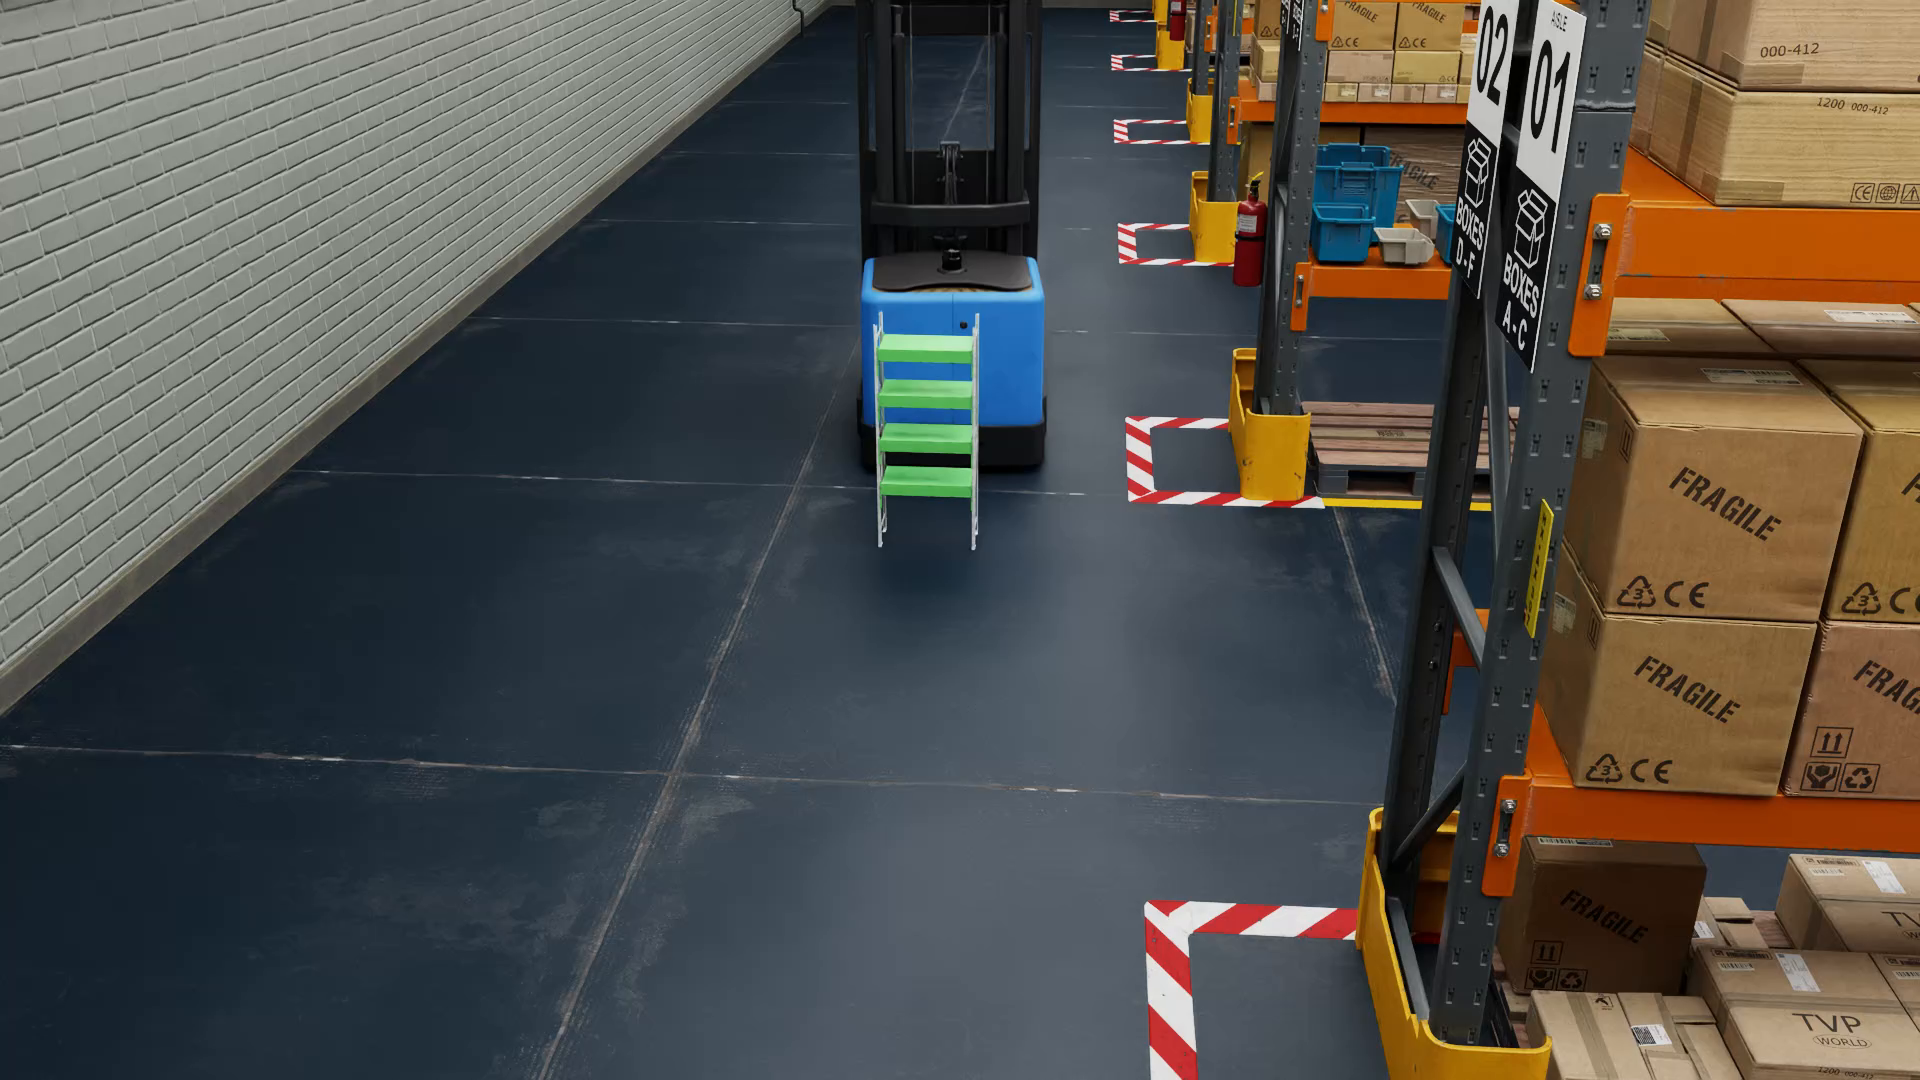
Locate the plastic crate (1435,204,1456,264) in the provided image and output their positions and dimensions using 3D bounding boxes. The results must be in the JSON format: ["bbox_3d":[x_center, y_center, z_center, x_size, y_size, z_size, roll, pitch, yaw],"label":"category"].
[{"bbox_3d":[2.683,-1.613,8.796,0.300,0.233,0.416,2,25,4],"label":"plastic crate"}]

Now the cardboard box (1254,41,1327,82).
[{"bbox_3d":[2.643,-3.832,13.312,0.500,0.250,0.500,1,25,3],"label":"cardboard box"}]

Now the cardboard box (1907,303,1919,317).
[{"bbox_3d":[2.908,-0.333,4.570,0.500,0.500,0.500,3,25,5],"label":"cardboard box"}]

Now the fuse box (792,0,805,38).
[{"bbox_3d":[-2.374,-8.479,25.130,0.414,1.711,0.539,2,25,4],"label":"fuse box"}]

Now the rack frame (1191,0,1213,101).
[{"bbox_3d":[2.665,-5.956,18.106,0.127,3.000,1.000,2,25,4],"label":"rack frame"}]

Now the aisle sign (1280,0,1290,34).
[{"bbox_3d":[1.756,-3.133,8.861,0.004,0.787,0.394,2,25,4],"label":"aisle sign"}]

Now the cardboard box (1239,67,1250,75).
[{"bbox_3d":[3.212,-5.211,18.683,0.250,0.149,0.380,2,25,5],"label":"cardboard box"}]

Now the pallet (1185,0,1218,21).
[{"bbox_3d":[4.190,-8.797,27.616,1.213,0.211,1.003,2,25,4],"label":"pallet"}]

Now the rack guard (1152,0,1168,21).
[{"bbox_3d":[3.395,-8.954,27.610,0.348,0.500,1.175,2,25,4],"label":"rack guard"}]

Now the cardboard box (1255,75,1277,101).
[{"bbox_3d":[2.513,-3.629,13.350,0.250,0.149,0.380,2,25,5],"label":"cardboard box"}]

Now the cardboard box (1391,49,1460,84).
[{"bbox_3d":[3.662,-3.800,13.244,0.500,0.250,0.500,1,25,2],"label":"cardboard box"}]

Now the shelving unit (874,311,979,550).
[{"bbox_3d":[-0.165,-0.550,8.511,0.503,1.200,0.258,2,25,4],"label":"shelving unit"}]

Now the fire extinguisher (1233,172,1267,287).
[{"bbox_3d":[1.690,-1.818,9.651,0.183,0.674,0.296,2,25,4],"label":"fire extinguisher"}]

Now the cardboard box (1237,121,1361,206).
[{"bbox_3d":[2.829,-3.131,14.005,0.875,0.875,0.875,2,25,4],"label":"cardboard box"}]

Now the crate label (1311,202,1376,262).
[{"bbox_3d":[2.026,-1.634,8.842,0.303,0.233,0.416,2,25,4],"label":"crate label"}]

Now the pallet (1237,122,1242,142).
[{"bbox_3d":[3.548,-4.646,18.595,1.213,0.211,1.003,2,25,4],"label":"pallet"}]

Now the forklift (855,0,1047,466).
[{"bbox_3d":[-0.070,-2.322,10.289,1.130,2.935,3.031,-1,25,-1],"label":"forklift"}]

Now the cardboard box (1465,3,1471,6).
[{"bbox_3d":[5.136,-5.940,17.596,0.500,0.500,0.500,2,25,4],"label":"cardboard box"}]

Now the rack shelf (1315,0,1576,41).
[{"bbox_3d":[3.800,-2.800,8.519,4.000,0.370,1.077,2,25,4],"label":"rack shelf"}]

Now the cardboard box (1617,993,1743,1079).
[{"bbox_3d":[2.063,1.488,4.791,0.250,0.166,0.380,2,25,4],"label":"cardboard box"}]

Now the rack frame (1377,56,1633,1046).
[{"bbox_3d":[1.423,0.236,4.648,0.127,3.000,1.000,2,25,4],"label":"rack frame"}]

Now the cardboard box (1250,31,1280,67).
[{"bbox_3d":[2.688,-4.055,13.797,0.500,0.250,0.500,1,25,3],"label":"cardboard box"}]

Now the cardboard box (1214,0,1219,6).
[{"bbox_3d":[4.343,-8.898,27.408,0.250,0.149,0.380,1,25,2],"label":"cardboard box"}]

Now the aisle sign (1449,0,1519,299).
[{"bbox_3d":[1.378,-1.075,4.387,0.004,0.787,0.394,2,25,4],"label":"aisle sign"}]

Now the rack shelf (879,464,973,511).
[{"bbox_3d":[-0.165,-0.274,8.638,0.480,0.148,0.258,2,25,4],"label":"rack shelf"}]

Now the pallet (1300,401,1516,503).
[{"bbox_3d":[2.625,-0.519,9.625,1.213,0.211,1.003,2,25,4],"label":"pallet"}]

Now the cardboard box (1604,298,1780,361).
[{"bbox_3d":[1.887,-0.364,4.636,0.500,0.500,0.500,2,25,4],"label":"cardboard box"}]

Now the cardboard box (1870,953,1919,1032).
[{"bbox_3d":[2.940,1.453,4.767,0.500,0.250,0.500,2,25,4],"label":"cardboard box"}]

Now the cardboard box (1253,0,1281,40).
[{"bbox_3d":[2.691,-4.394,13.637,0.500,0.500,0.500,2,25,5],"label":"cardboard box"}]

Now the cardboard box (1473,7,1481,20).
[{"bbox_3d":[5.572,-5.659,17.760,0.250,0.149,0.380,1,25,3],"label":"cardboard box"}]

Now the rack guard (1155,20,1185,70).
[{"bbox_3d":[2.919,-6.888,23.121,0.348,0.500,1.175,2,25,4],"label":"rack guard"}]

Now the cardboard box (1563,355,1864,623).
[{"bbox_3d":[1.845,-0.139,4.148,0.500,0.500,0.500,3,25,6],"label":"cardboard box"}]

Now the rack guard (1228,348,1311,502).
[{"bbox_3d":[1.781,-0.688,9.647,0.348,0.500,1.175,2,25,4],"label":"rack guard"}]

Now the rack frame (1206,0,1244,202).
[{"bbox_3d":[2.185,-3.892,13.621,0.127,3.000,1.000,2,25,4],"label":"rack frame"}]

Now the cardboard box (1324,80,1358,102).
[{"bbox_3d":[3.025,-3.614,13.316,0.250,0.149,0.380,1,25,3],"label":"cardboard box"}]

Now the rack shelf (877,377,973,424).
[{"bbox_3d":[-0.165,-0.710,8.437,0.480,0.148,0.258,2,25,4],"label":"rack shelf"}]

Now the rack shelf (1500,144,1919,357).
[{"bbox_3d":[3.417,-0.736,4.032,4.000,0.370,1.077,2,25,4],"label":"rack shelf"}]

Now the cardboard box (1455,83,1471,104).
[{"bbox_3d":[4.047,-3.581,13.244,0.250,0.149,0.380,1,25,3],"label":"cardboard box"}]

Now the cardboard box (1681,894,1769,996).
[{"bbox_3d":[2.380,1.289,5.224,0.250,0.166,0.380,2,25,4],"label":"cardboard box"}]

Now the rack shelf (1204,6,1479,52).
[{"bbox_3d":[4.659,-5.566,18.118,4.000,0.370,1.077,2,25,4],"label":"rack shelf"}]

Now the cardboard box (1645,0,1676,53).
[{"bbox_3d":[1.954,-1.375,4.143,0.500,0.250,0.500,2,25,4],"label":"cardboard box"}]

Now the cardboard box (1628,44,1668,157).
[{"bbox_3d":[1.955,-1.152,4.255,0.500,0.250,0.500,2,25,4],"label":"cardboard box"}]

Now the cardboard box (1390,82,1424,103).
[{"bbox_3d":[3.538,-3.597,13.280,0.250,0.149,0.380,1,25,3],"label":"cardboard box"}]

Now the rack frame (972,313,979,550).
[{"bbox_3d":[0.078,-0.543,8.494,0.015,1.200,0.240,2,25,4],"label":"rack frame"}]

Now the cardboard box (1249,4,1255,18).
[{"bbox_3d":[3.220,-5.704,17.859,0.250,0.149,0.380,3,25,6],"label":"cardboard box"}]

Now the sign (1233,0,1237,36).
[{"bbox_3d":[2.136,-4.091,12.921,0.005,0.325,0.100,2,25,4],"label":"sign"}]

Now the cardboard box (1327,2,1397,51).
[{"bbox_3d":[3.141,-4.156,13.120,0.500,0.500,0.500,1,25,3],"label":"cardboard box"}]

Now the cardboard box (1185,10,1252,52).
[{"bbox_3d":[3.609,-7.070,23.089,0.875,0.438,0.875,1,25,2],"label":"cardboard box"}]

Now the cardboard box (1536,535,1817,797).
[{"bbox_3d":[1.845,0.315,4.358,0.500,0.500,0.500,2,25,5],"label":"cardboard box"}]
